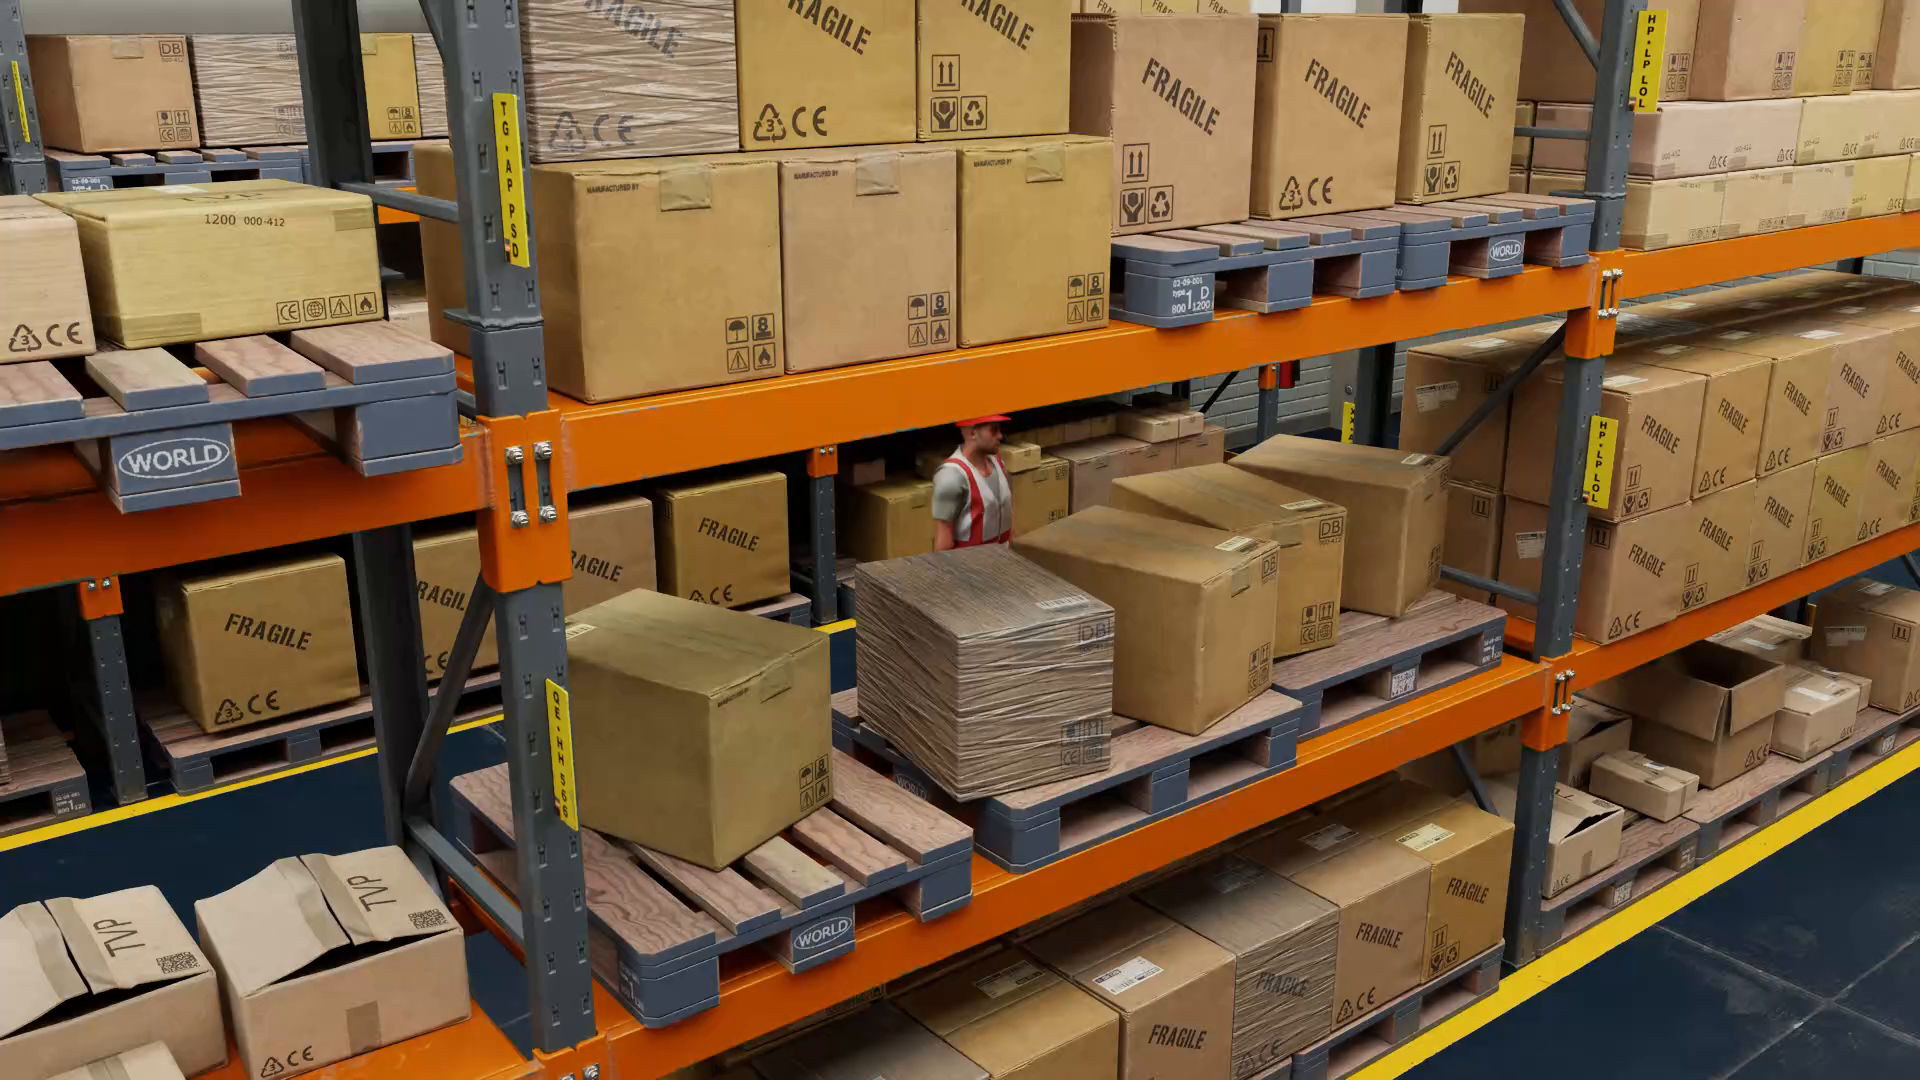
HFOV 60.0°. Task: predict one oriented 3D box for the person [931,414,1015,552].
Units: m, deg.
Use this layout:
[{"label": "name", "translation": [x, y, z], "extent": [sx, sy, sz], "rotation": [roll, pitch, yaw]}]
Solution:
[{"label": "person", "translation": [0.123, 0.174, 8.358], "extent": [0.479, 1.795, 0.568], "rotation": [13, 22, 35]}]
